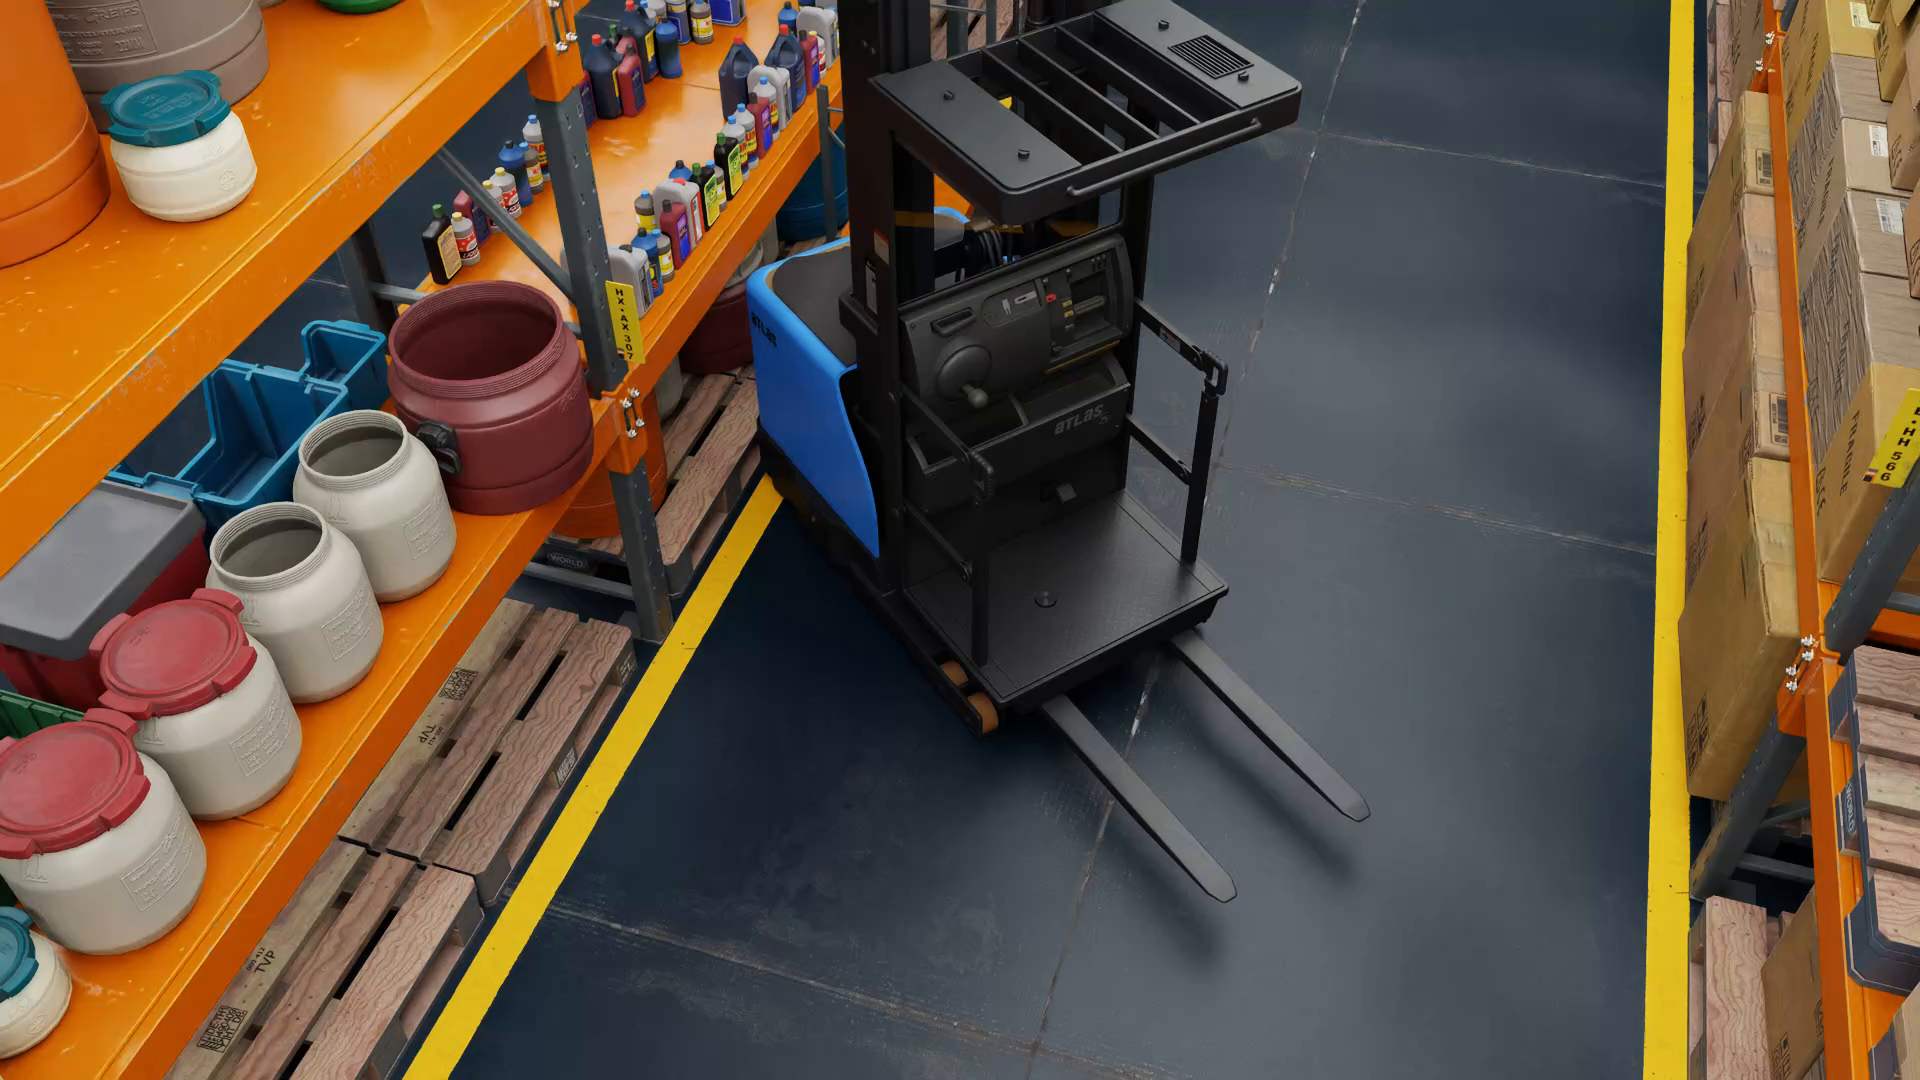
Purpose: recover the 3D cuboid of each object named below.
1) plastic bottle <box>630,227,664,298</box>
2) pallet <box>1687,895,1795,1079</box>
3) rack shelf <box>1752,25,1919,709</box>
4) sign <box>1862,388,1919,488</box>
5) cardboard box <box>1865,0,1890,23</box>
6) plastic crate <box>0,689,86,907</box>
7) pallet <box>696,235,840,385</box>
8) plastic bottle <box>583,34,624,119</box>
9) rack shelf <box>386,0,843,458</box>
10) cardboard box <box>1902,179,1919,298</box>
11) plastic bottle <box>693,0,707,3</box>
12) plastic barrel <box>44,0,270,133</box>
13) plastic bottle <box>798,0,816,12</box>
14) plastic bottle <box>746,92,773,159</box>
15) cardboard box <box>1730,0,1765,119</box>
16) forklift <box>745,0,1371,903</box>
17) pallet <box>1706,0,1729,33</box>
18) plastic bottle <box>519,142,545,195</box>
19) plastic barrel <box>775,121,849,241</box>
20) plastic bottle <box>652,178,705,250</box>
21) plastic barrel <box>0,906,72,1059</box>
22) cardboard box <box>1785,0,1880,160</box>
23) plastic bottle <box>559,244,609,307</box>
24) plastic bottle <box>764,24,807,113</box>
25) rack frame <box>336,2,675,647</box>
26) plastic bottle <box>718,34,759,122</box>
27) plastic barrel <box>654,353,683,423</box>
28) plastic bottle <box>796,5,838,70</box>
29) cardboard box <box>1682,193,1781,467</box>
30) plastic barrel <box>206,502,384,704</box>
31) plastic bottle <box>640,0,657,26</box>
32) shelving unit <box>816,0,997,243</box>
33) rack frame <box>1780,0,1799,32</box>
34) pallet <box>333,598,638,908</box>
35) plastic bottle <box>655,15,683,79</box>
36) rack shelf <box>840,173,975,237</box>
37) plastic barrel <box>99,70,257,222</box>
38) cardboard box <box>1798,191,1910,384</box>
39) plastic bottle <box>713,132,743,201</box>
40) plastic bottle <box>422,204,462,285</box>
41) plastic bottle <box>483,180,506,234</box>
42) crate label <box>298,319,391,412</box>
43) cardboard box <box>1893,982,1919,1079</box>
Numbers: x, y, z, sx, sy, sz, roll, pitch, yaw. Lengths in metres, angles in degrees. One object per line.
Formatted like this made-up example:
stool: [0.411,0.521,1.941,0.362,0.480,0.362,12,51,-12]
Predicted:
plastic bottle: [-1.160,-1.035,6.153,0.097,0.271,0.097,0,44,0]
pallet: [2.822,1.777,5.182,1.003,0.211,1.213,13,46,13]
rack shelf: [3.666,-0.816,6.353,1.077,0.370,4.000,13,46,13]
sign: [2.530,-0.269,4.452,0.100,0.325,0.005,13,46,13]
cardboard box: [4.086,-2.373,6.641,0.797,0.503,0.637,11,46,11]
plastic crate: [-2.613,0.732,4.407,0.450,0.188,0.662,13,46,13]
pallet: [-1.090,-1.137,8.160,1.003,0.211,1.213,13,46,13]
plastic bottle: [-1.510,-1.991,7.074,0.144,0.351,0.185,13,46,13]
rack shelf: [-1.055,-1.865,7.425,1.077,0.370,4.000,13,46,13]
cardboard box: [3.497,-1.052,5.291,0.797,0.503,0.637,14,46,13]
plastic bottle: [-1.233,-2.566,7.715,0.152,0.276,0.135,13,46,13]
plastic barrel: [-2.116,-1.539,4.074,0.600,0.901,0.600,0,44,0]
plastic bottle: [-0.689,-2.423,7.572,0.097,0.271,0.097,0,44,0]
plastic bottle: [-0.828,-1.728,6.853,0.061,0.283,0.133,13,46,13]
cardboard box: [4.820,-2.820,9.105,0.875,0.875,0.875,13,46,13]
forklift: [0.340,-0.683,5.751,1.130,2.935,3.031,-25,49,-23]
pallet: [5.315,-3.526,10.602,1.003,0.211,1.213,13,46,13]
plastic bottle: [-1.734,-1.500,6.679,0.097,0.201,0.097,0,44,0]
plastic barrel: [-0.844,-2.024,8.273,0.600,0.901,0.708,13,46,13]
plastic bottle: [-1.081,-1.273,6.394,0.152,0.276,0.135,13,46,13]
plastic barrel: [-2.325,1.077,4.003,0.301,0.262,0.301,0,44,0]
cardboard box: [3.743,-1.853,6.826,0.500,0.500,0.500,13,46,13]
plastic bottle: [-1.366,-0.997,6.112,0.152,0.276,0.135,13,46,13]
plastic bottle: [-0.749,-2.021,7.105,0.144,0.351,0.185,13,46,13]
rack frame: [-1.660,-0.789,5.811,1.000,3.000,0.127,13,46,13]
plastic bottle: [-0.935,-1.964,7.047,0.144,0.351,0.185,13,46,13]
plastic barrel: [-1.443,-0.775,7.275,0.421,0.512,0.421,0,44,0]
plastic bottle: [-0.635,-2.256,7.398,0.152,0.276,0.135,13,46,13]
cardboard box: [3.827,-0.770,7.010,1.225,0.875,0.875,11,45,11]
plastic barrel: [-1.896,0.183,4.738,0.421,0.512,0.421,0,44,0]
plastic bottle: [-1.394,-2.273,7.419,0.097,0.271,0.097,0,44,0]
shelving unit: [-0.214,-1.661,7.774,0.587,1.500,1.083,11,46,11]
rack frame: [4.271,-2.406,7.463,1.000,3.000,0.127,13,46,13]
pallet: [-1.932,0.716,6.267,1.003,0.211,1.213,13,46,13]
plastic bottle: [-1.286,-2.178,7.322,0.097,0.271,0.097,0,44,0]
rack shelf: [-0.216,-1.526,7.893,0.538,0.185,1.000,11,46,11]
plastic barrel: [-1.823,-0.915,3.893,0.301,0.262,0.301,0,44,0]
cardboard box: [3.284,-0.835,5.786,0.500,0.500,0.500,11,45,11]
plastic bottle: [-0.927,-1.509,6.630,0.061,0.283,0.133,13,46,13]
plastic bottle: [-1.944,-1.107,6.219,0.061,0.283,0.133,13,46,13]
plastic bottle: [-1.822,-1.305,6.480,0.097,0.201,0.097,0,44,0]
crate label: [-2.145,-0.528,5.663,0.303,0.233,0.416,13,46,13]
cardboard box: [2.333,1.232,3.552,0.500,0.250,0.500,11,46,11]
